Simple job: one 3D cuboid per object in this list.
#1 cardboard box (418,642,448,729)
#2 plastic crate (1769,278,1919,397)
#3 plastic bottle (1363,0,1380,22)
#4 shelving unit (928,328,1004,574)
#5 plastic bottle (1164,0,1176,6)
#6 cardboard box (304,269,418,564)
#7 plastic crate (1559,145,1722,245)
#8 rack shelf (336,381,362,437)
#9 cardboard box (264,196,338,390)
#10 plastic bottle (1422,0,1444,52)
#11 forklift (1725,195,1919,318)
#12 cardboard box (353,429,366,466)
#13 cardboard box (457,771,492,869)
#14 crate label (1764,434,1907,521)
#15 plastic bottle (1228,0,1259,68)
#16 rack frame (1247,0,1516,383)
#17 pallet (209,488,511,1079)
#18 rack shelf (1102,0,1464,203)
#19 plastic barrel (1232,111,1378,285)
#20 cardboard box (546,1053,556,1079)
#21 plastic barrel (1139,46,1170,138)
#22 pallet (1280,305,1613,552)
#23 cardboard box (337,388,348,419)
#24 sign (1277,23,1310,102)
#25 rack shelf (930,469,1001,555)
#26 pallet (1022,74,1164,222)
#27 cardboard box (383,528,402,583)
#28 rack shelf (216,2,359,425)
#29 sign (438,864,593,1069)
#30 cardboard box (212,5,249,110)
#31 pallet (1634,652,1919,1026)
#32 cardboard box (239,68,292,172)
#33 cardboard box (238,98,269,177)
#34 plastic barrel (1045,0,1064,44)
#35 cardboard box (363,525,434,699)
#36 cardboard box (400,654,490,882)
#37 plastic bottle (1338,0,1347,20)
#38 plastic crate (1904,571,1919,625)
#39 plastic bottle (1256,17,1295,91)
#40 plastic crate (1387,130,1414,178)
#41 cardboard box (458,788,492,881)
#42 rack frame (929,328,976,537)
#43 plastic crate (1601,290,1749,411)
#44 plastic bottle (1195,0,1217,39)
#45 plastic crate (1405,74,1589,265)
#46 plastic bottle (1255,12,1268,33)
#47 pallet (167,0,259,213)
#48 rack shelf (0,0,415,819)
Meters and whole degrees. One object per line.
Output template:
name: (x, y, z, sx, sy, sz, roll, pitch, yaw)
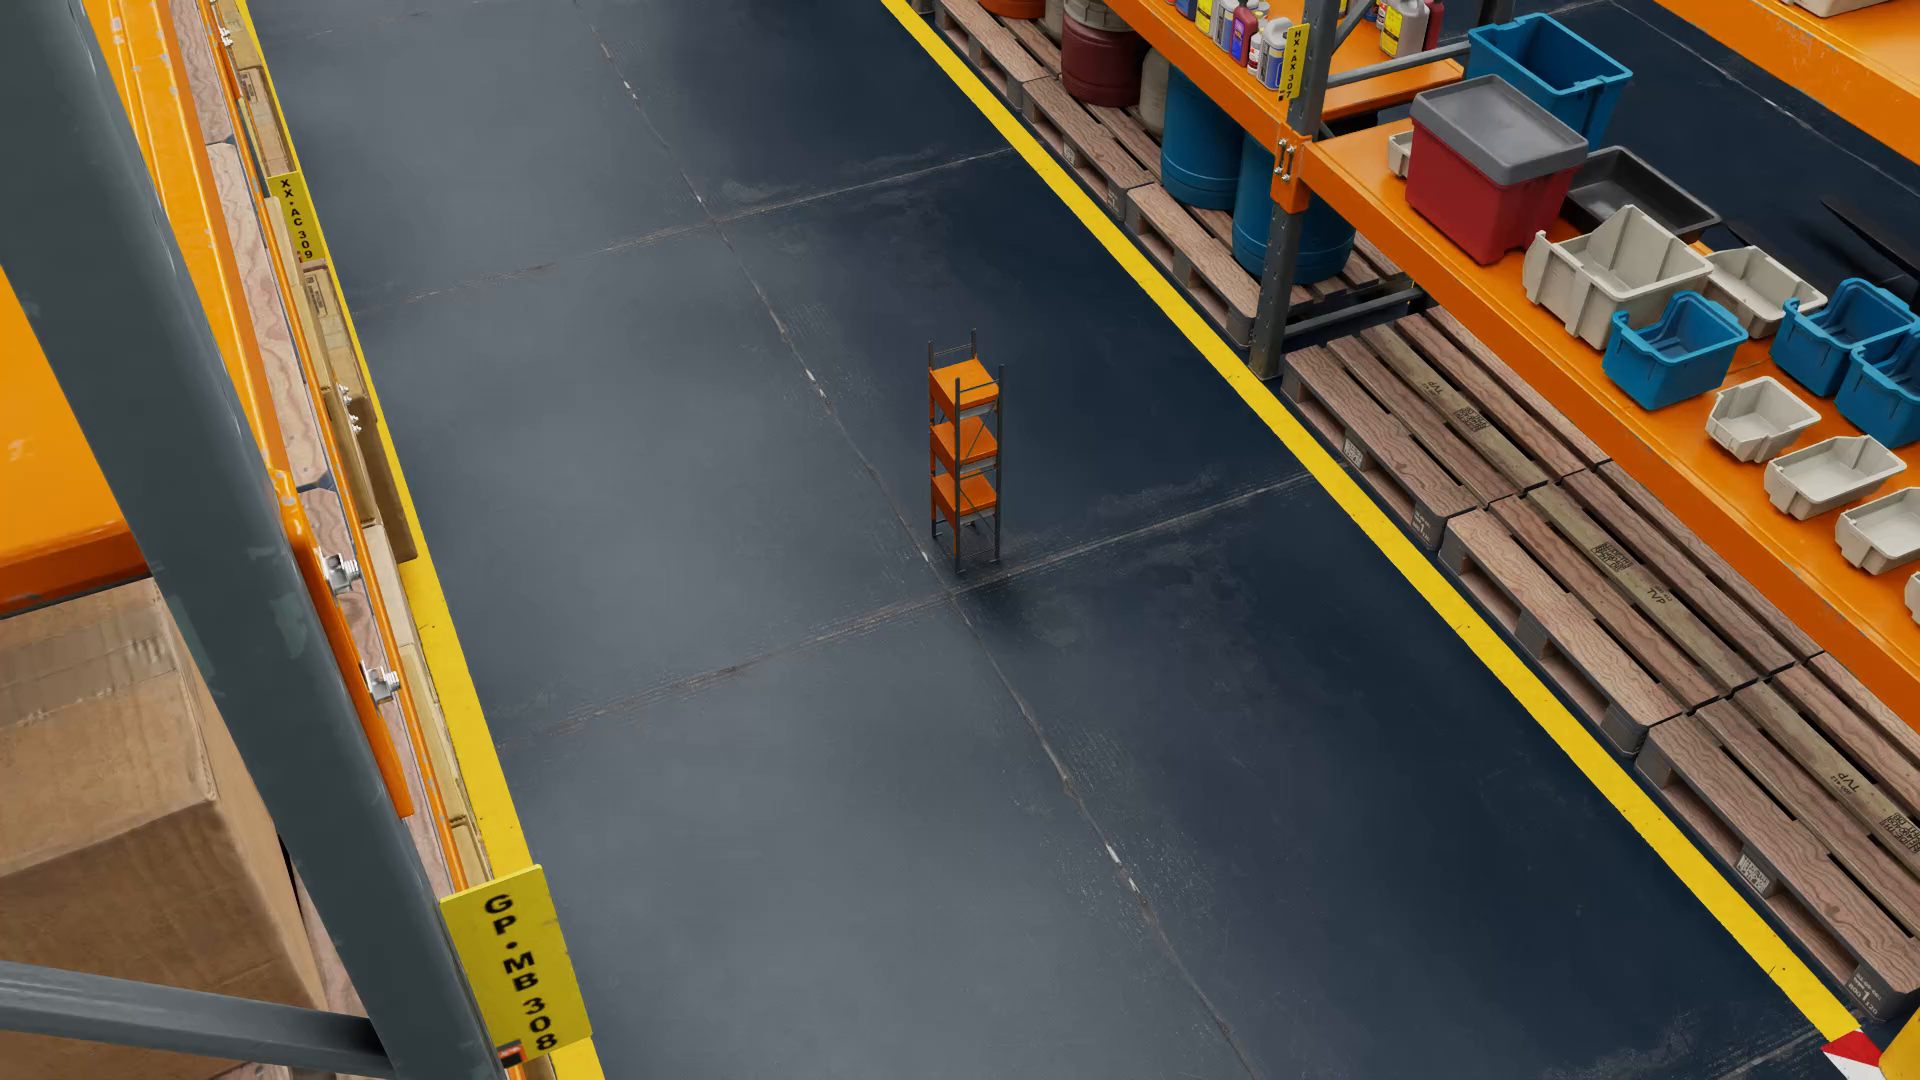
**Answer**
cardboard box: (-1.675, 0.470, 4.685, 0.380, 0.149, 0.250, -19, 48, -18)
plastic crate: (3.050, -0.696, 5.765, 0.416, 0.233, 0.300, -18, 47, -17)
plastic bottle: (1.924, -2.527, 7.636, 0.097, 0.271, 0.097, 0, 45, 0)
shelving unit: (0.022, -0.340, 6.716, 0.215, 1.050, 0.252, -18, 47, -17)
plastic bottle: (1.028, -2.664, 7.771, 0.152, 0.276, 0.135, -18, 47, -17)
cardboard box: (-2.928, -0.331, 6.532, 1.225, 0.875, 0.875, -18, 47, -17)
plastic crate: (2.567, -1.288, 6.441, 0.437, 0.125, 0.590, -18, 47, -17)
rack shelf: (-1.800, 0.995, 4.487, 1.077, 0.370, 4.000, -18, 47, -17)
cardboard box: (-2.205, -0.641, 4.994, 0.500, 0.500, 0.500, -17, 47, -16)
plastic bottle: (2.086, -2.316, 7.414, 0.061, 0.283, 0.133, -18, 47, -17)
forklift: (4.763, -1.600, 6.654, 1.130, 2.935, 3.031, -16, 47, -16)
cardboard box: (-2.107, -0.184, 5.349, 0.380, 0.149, 0.250, -17, 47, -17)
cardboard box: (-1.457, 0.800, 4.352, 0.380, 0.149, 0.250, -19, 48, -18)
crate label: (2.780, -0.202, 5.333, 0.396, 0.136, 0.243, -18, 47, -17)
plastic bottle: (1.255, -2.246, 7.343, 0.061, 0.283, 0.133, -18, 47, -17)
rack frame: (1.853, -1.998, 7.008, 1.000, 3.000, 0.127, -18, 47, -17)
pallet: (-1.280, 0.508, 2.396, 1.003, 0.211, 1.213, -18, 47, -17)
rack shelf: (1.012, -3.017, 8.553, 1.077, 0.370, 4.000, -18, 47, -17)
plastic barrel: (1.640, -1.752, 7.954, 0.600, 0.901, 0.708, -18, 47, -17)
cardboard box: (-1.137, 1.287, 3.857, 0.380, 0.149, 0.250, -19, 48, -18)
plastic barrel: (1.186, -2.451, 8.940, 0.421, 0.512, 0.421, 0, 45, 0)
pallet: (2.197, -0.548, 7.524, 1.003, 0.211, 1.213, -18, 47, -17)
cardboard box: (-2.217, -0.384, 5.267, 0.500, 0.250, 0.500, -19, 48, -18)
sign: (1.353, -1.935, 6.748, 0.100, 0.325, 0.005, -18, 47, -17)
rack shelf: (0.022, -0.134, 6.918, 0.215, 0.259, 0.240, -18, 47, -17)
pallet: (1.050, -2.288, 9.288, 1.003, 0.211, 1.213, -18, 47, -17)
cardboard box: (-1.891, 0.143, 5.017, 0.380, 0.149, 0.250, -17, 47, -17)
rack shelf: (-3.482, -1.554, 7.070, 1.077, 0.370, 4.000, -18, 47, -17)
sign: (-0.453, 0.446, 1.716, 0.100, 0.325, 0.005, -18, 47, -17)
cardboard box: (-3.252, -1.905, 6.843, 0.500, 0.500, 0.500, -17, 47, -17)
pallet: (3.223, 1.006, 5.949, 1.003, 0.211, 1.213, -18, 47, -17)
cardboard box: (-3.684, -1.461, 7.678, 1.225, 0.875, 0.875, -18, 47, -17)
cardboard box: (-2.820, -1.258, 6.187, 0.500, 0.500, 0.500, -18, 47, -17)
plastic barrel: (0.711, -3.171, 9.669, 0.421, 0.512, 0.421, 0, 45, 0)
cardboard box: (-1.782, 0.270, 4.604, 0.500, 0.250, 0.500, -17, 47, -17)
cardboard box: (-1.349, 0.662, 3.674, 0.500, 0.500, 0.500, -19, 48, -18)
plastic bottle: (1.745, -2.519, 7.678, 0.097, 0.201, 0.097, 0, 45, 0)
plastic crate: (3.028, 0.157, 4.969, 0.396, 0.136, 0.243, -18, 47, -17)
plastic bottle: (1.394, -2.110, 7.210, 0.152, 0.276, 0.135, -18, 47, -17)
plastic crate: (1.919, -1.587, 6.736, 0.396, 0.136, 0.243, -18, 47, -17)
cardboard box: (-1.348, 0.925, 3.941, 0.500, 0.250, 0.500, -20, 48, -19)
rack frame: (-0.029, -0.417, 6.794, 0.200, 1.050, 0.008, -18, 47, -17)
plastic crate: (2.439, -0.644, 5.712, 0.416, 0.233, 0.300, -18, 47, -17)
plastic bottle: (1.170, -2.470, 7.521, 0.144, 0.351, 0.185, -18, 47, -17)
plastic crate: (2.001, -1.399, 6.313, 0.402, 0.464, 0.583, -18, 47, -17)
plastic bottle: (1.320, -2.252, 7.407, 0.097, 0.201, 0.097, 0, 45, 0)
pallet: (-2.306, -1.047, 3.972, 1.003, 0.211, 1.213, -18, 47, -17)
rack shelf: (-1.800, -0.998, 2.520, 1.077, 0.370, 4.000, -18, 47, -17)
